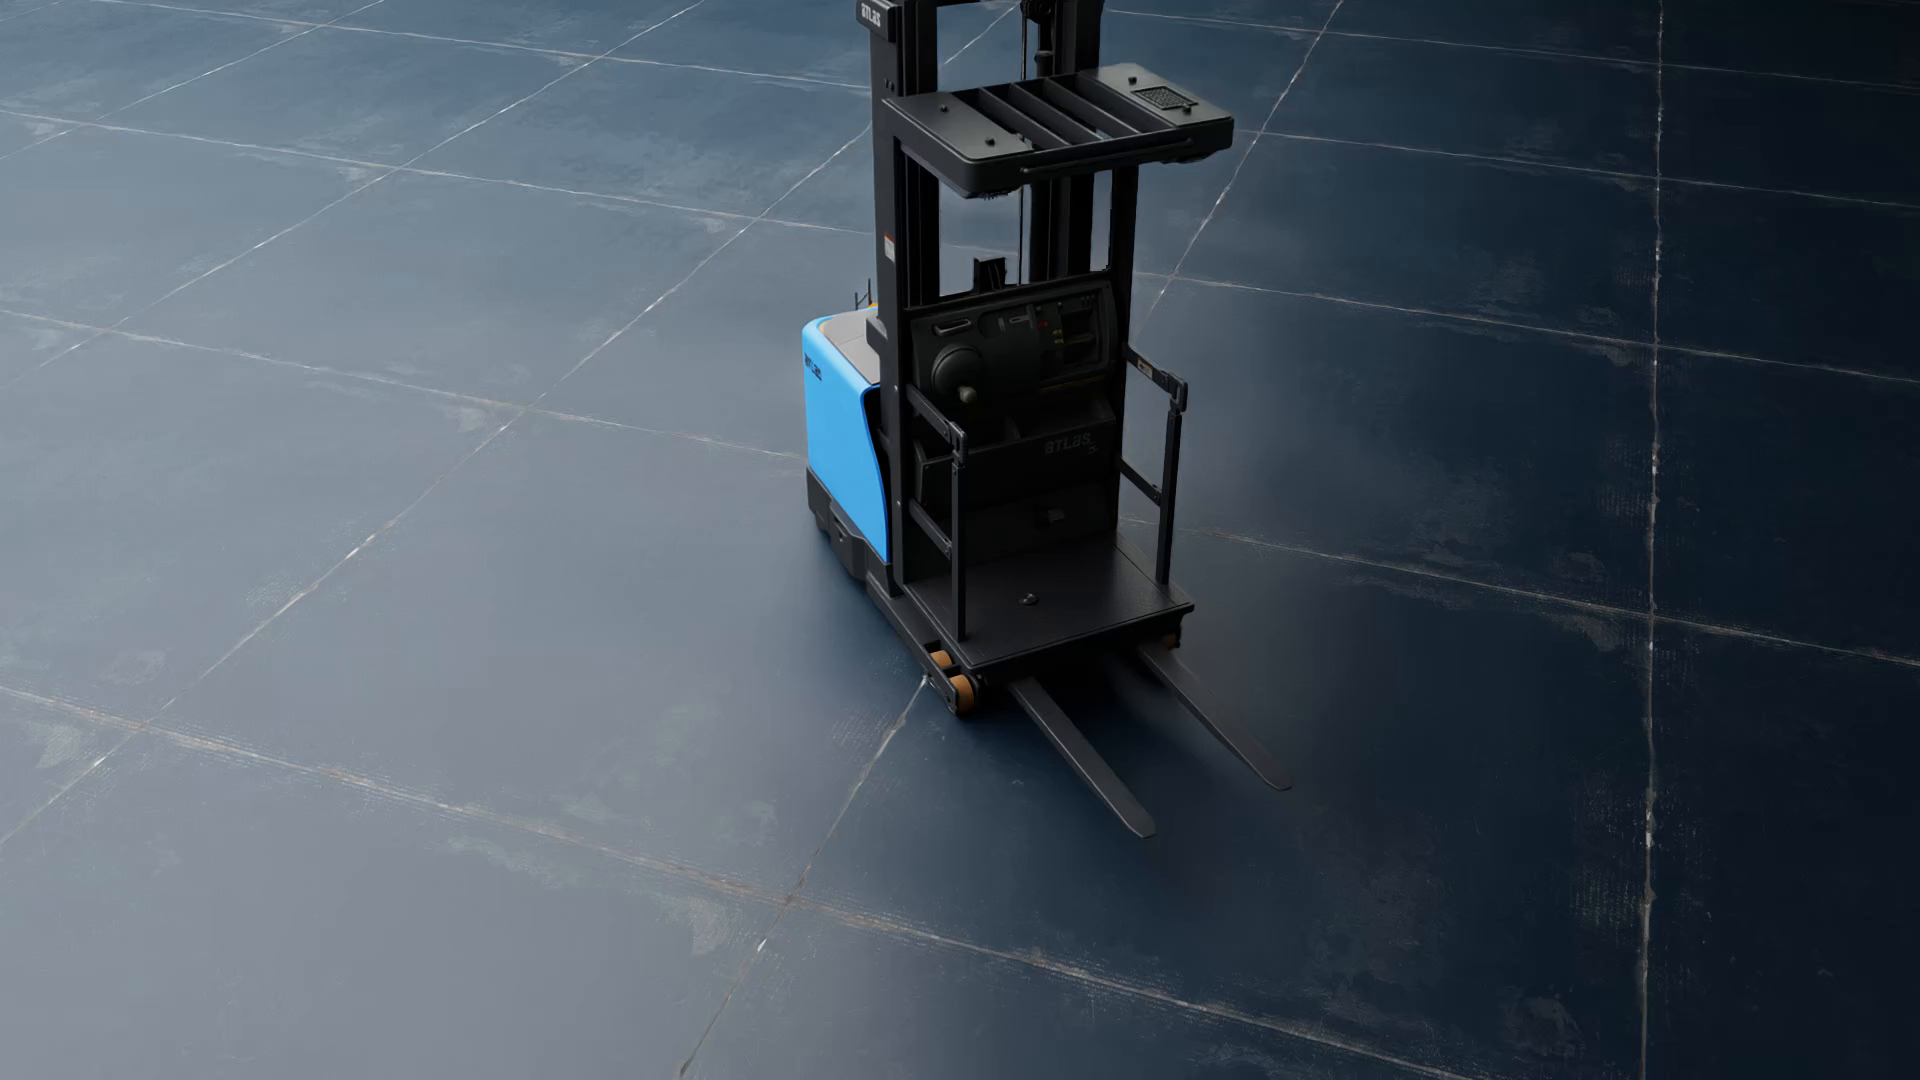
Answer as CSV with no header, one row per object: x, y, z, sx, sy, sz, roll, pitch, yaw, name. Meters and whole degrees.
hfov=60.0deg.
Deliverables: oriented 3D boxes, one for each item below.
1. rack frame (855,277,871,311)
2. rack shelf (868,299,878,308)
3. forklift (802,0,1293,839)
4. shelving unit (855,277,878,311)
-0.485,-0.829,8.565,0.008,1.050,0.200,10,34,15,rack frame
-0.369,-1.037,8.385,0.240,0.259,0.215,10,34,15,rack shelf
0.325,-0.762,6.728,1.130,2.935,3.031,-15,36,-21,forklift
-0.369,-0.808,8.533,0.252,1.050,0.215,10,34,15,shelving unit
